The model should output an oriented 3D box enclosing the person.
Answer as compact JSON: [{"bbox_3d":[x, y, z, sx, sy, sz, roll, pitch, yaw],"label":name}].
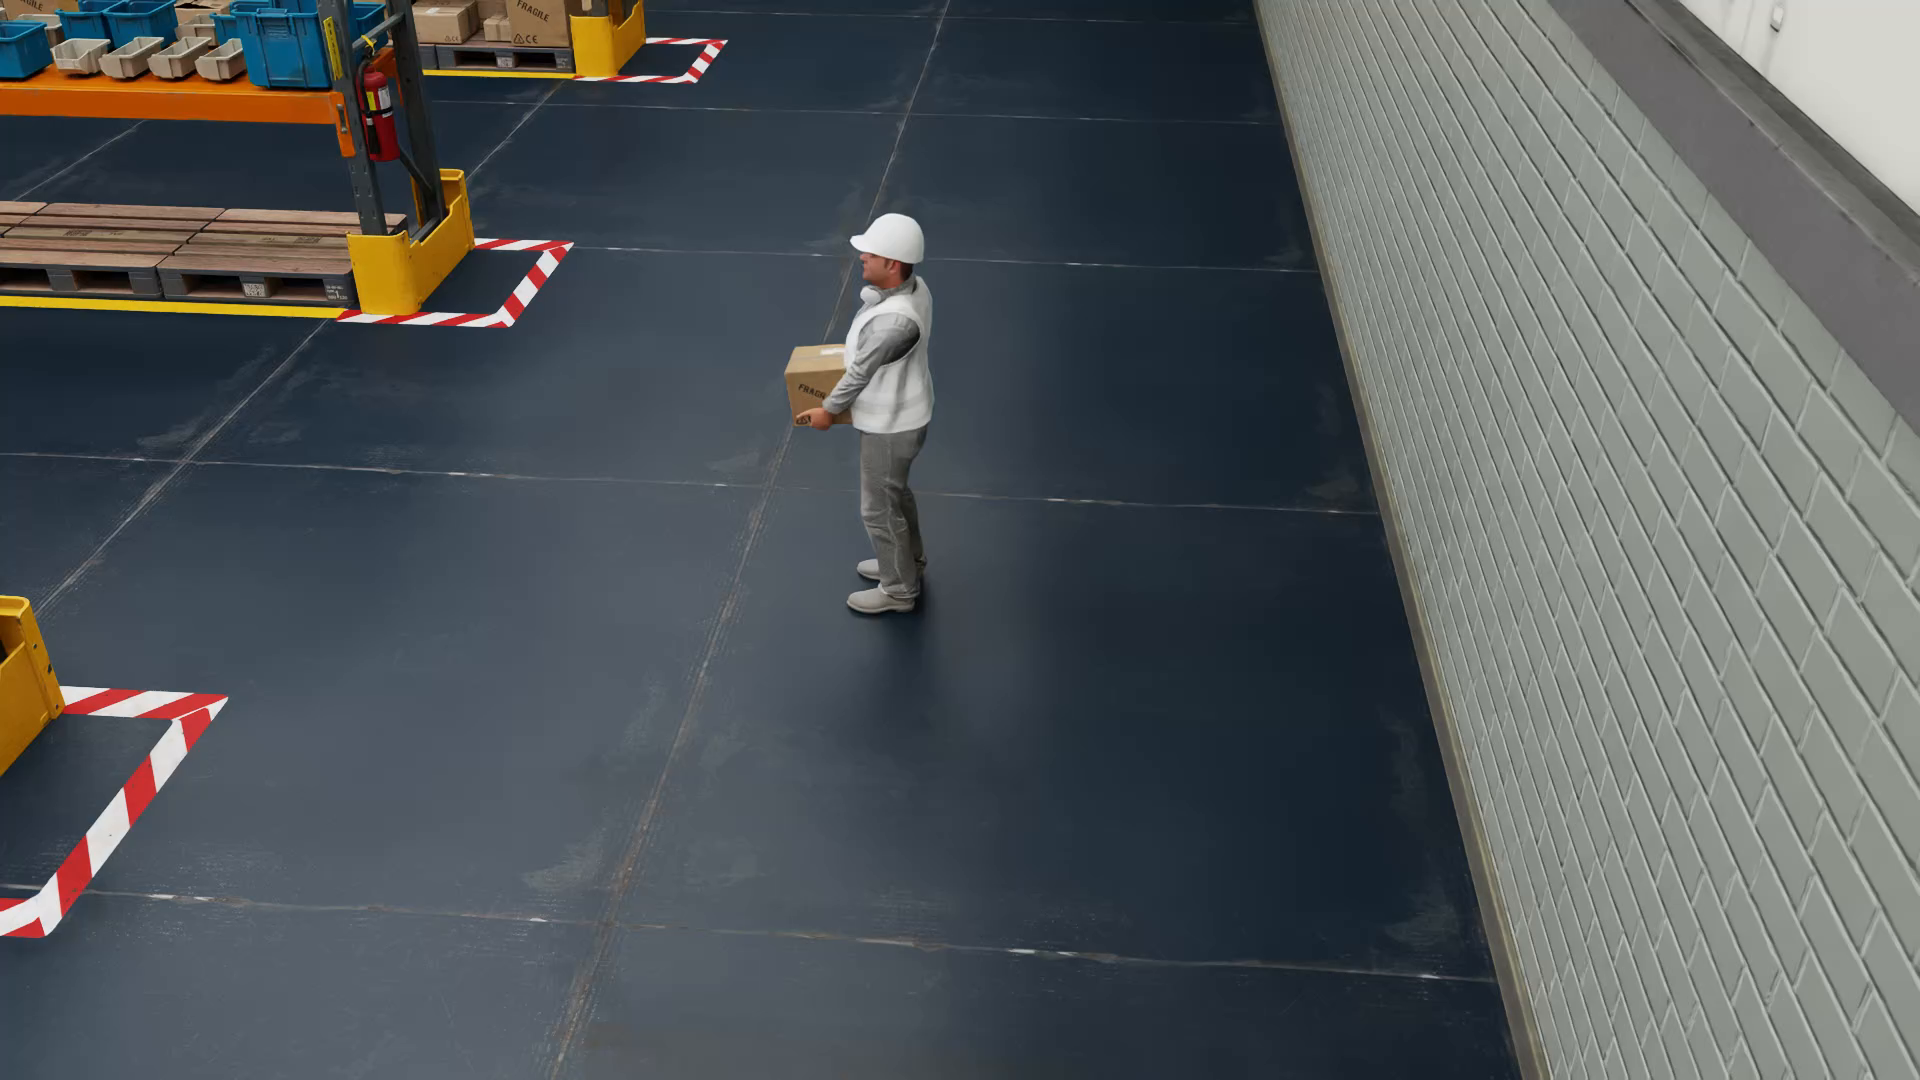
[{"bbox_3d":[-0.390,-0.524,6.962,0.549,1.770,0.483,3,32,4],"label":"person"}]
